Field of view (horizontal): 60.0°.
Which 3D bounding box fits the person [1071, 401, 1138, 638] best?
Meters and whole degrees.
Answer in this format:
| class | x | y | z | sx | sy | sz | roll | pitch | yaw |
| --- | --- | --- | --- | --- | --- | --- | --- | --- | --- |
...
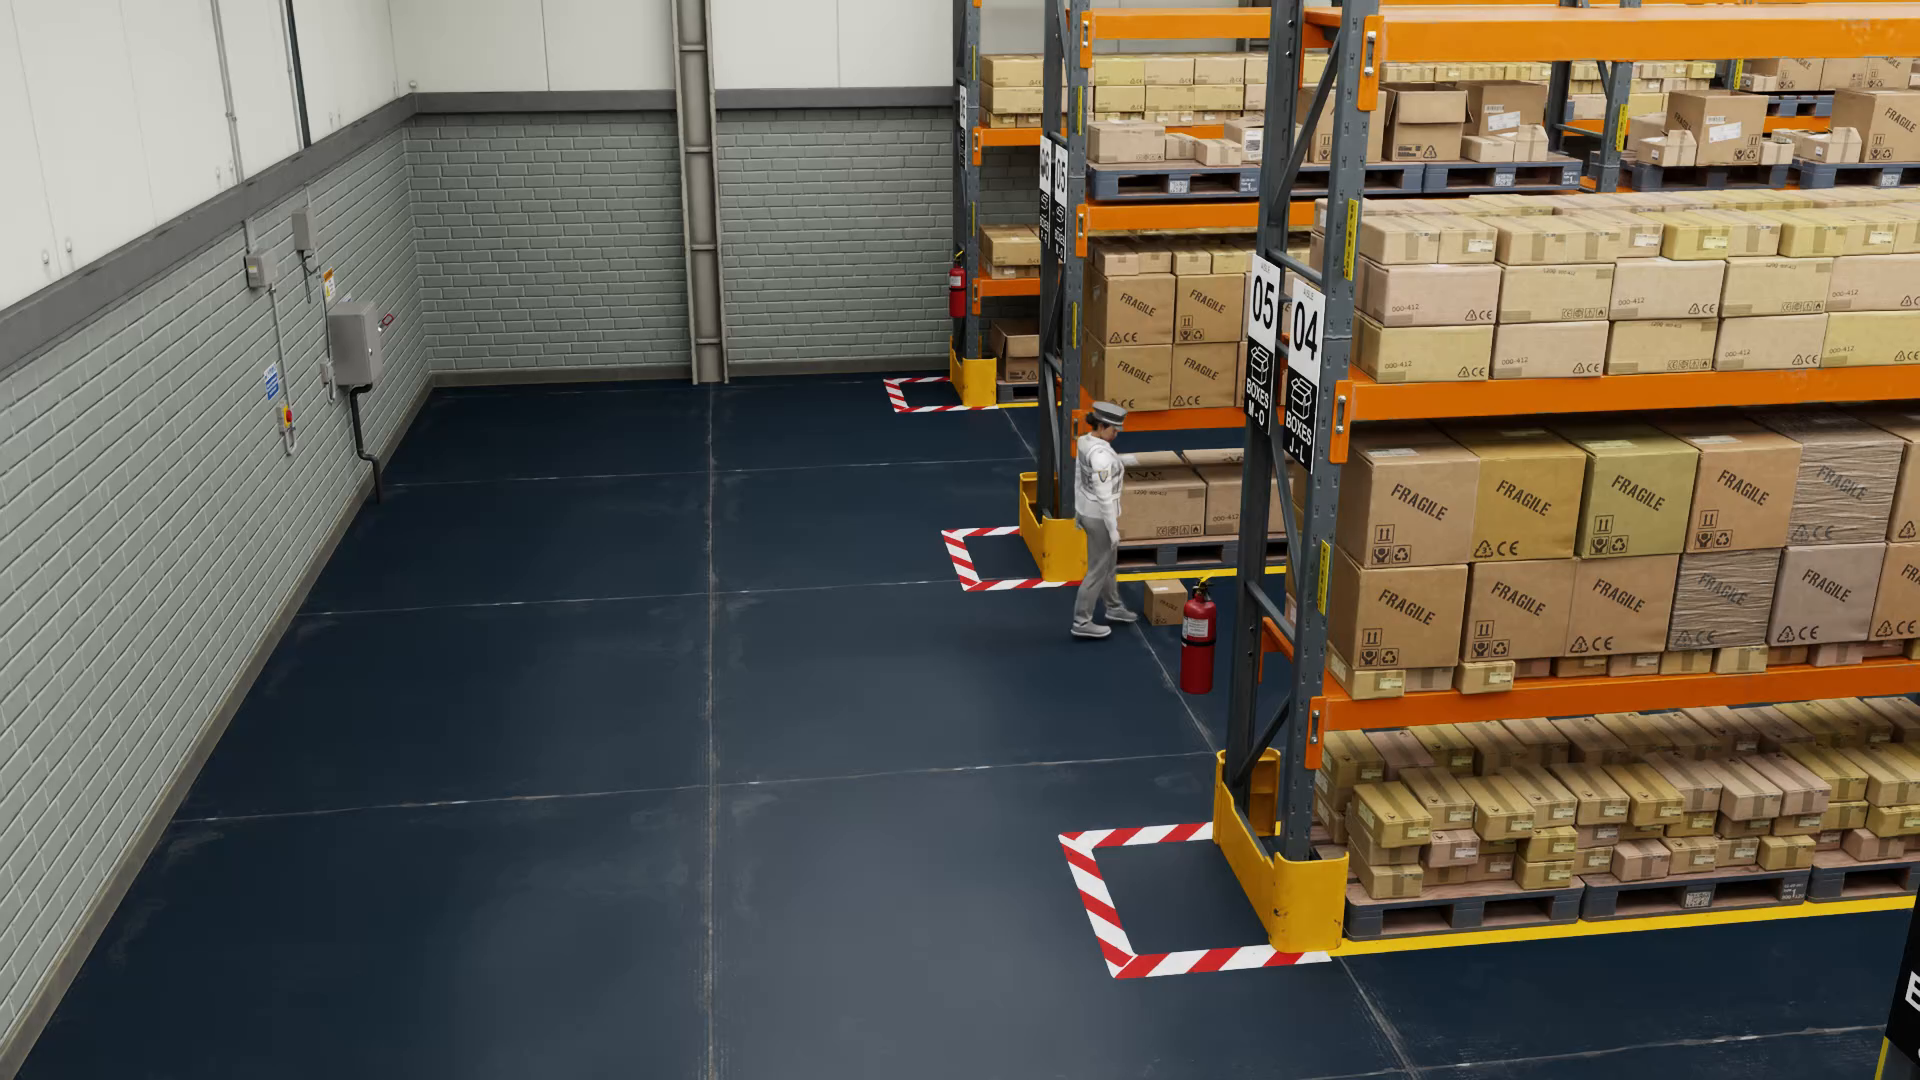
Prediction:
| class | x | y | z | sx | sy | sz | roll | pitch | yaw |
| --- | --- | --- | --- | --- | --- | --- | --- | --- | --- |
| person | 1.041 | -0.131 | 11.407 | 0.572 | 1.680 | 0.523 | -4 | 21 | -12 |
